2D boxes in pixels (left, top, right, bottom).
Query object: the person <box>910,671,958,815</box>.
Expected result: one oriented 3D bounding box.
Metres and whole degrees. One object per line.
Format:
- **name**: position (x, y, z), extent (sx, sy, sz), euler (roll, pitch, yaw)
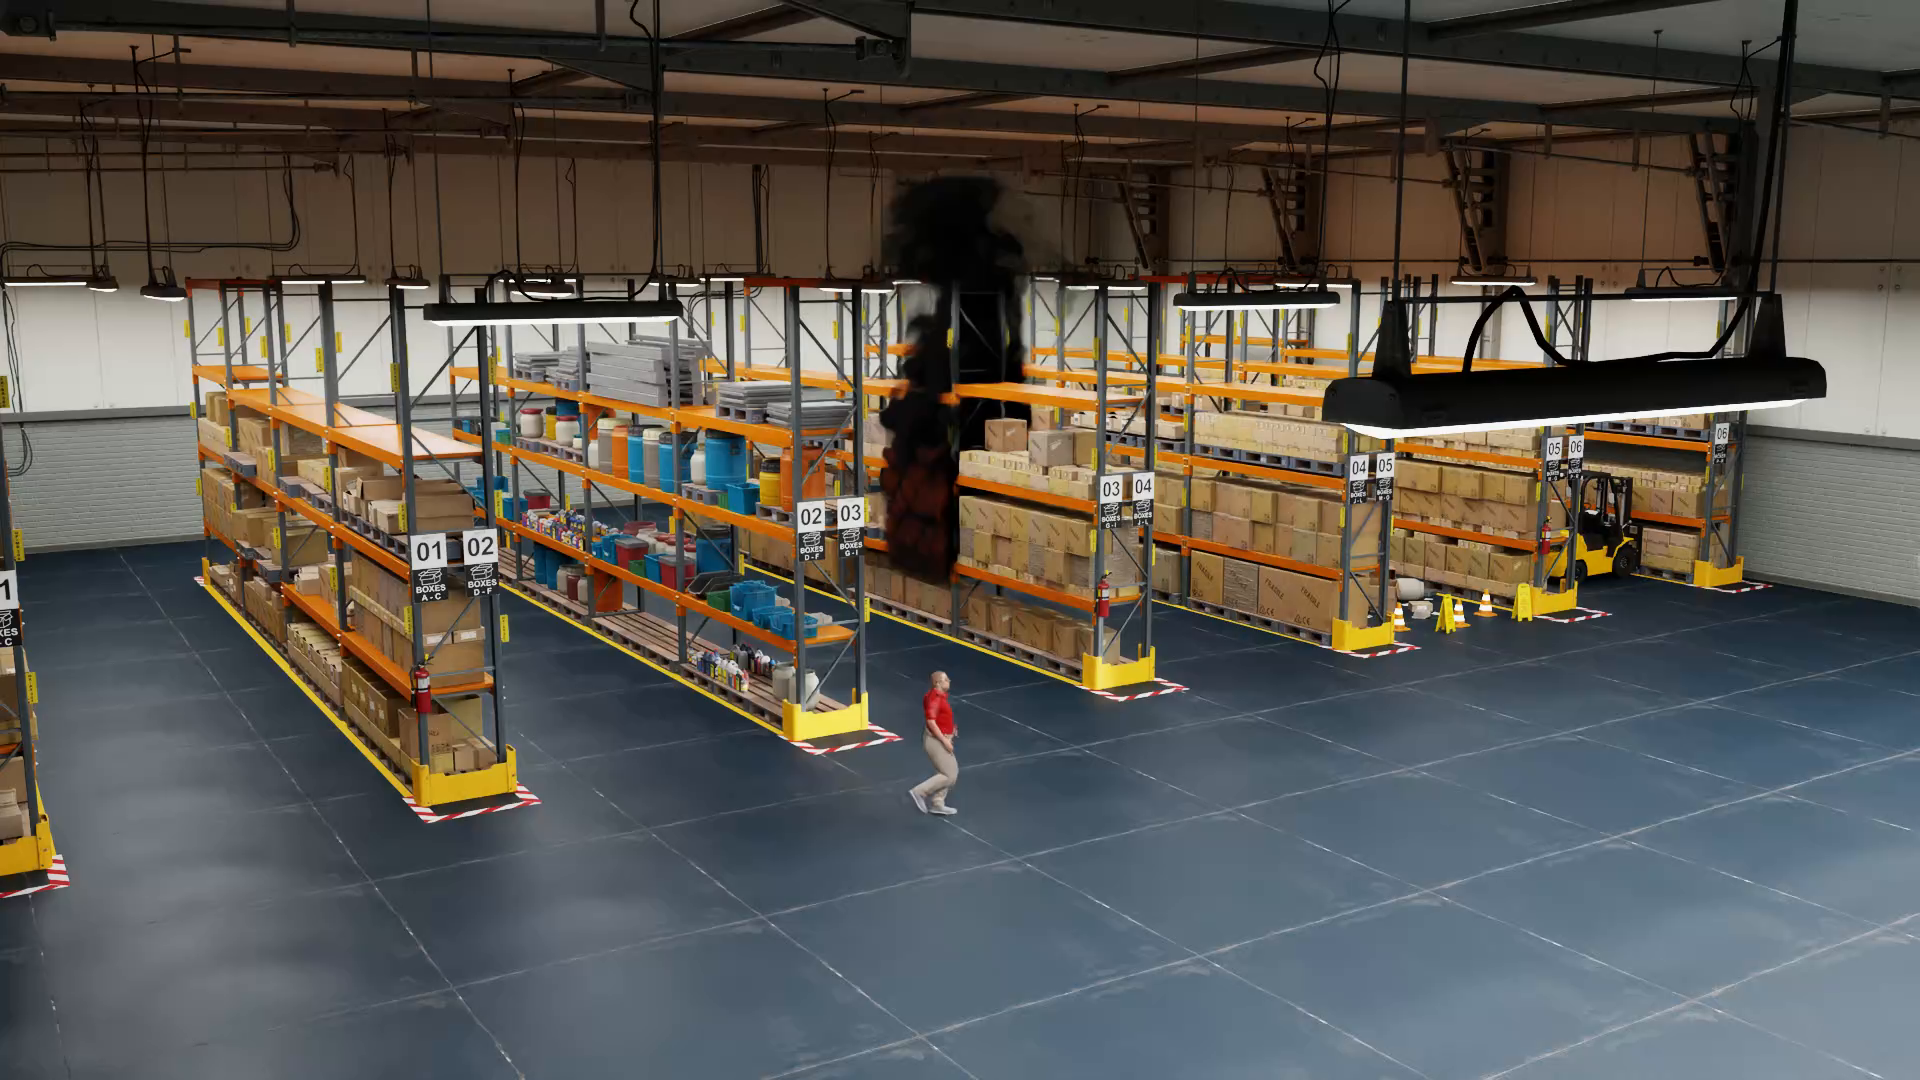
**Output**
- **person**: position (-0.299, 2.333, 19.101), extent (0.600, 1.702, 0.683), euler (-1, 10, -8)
